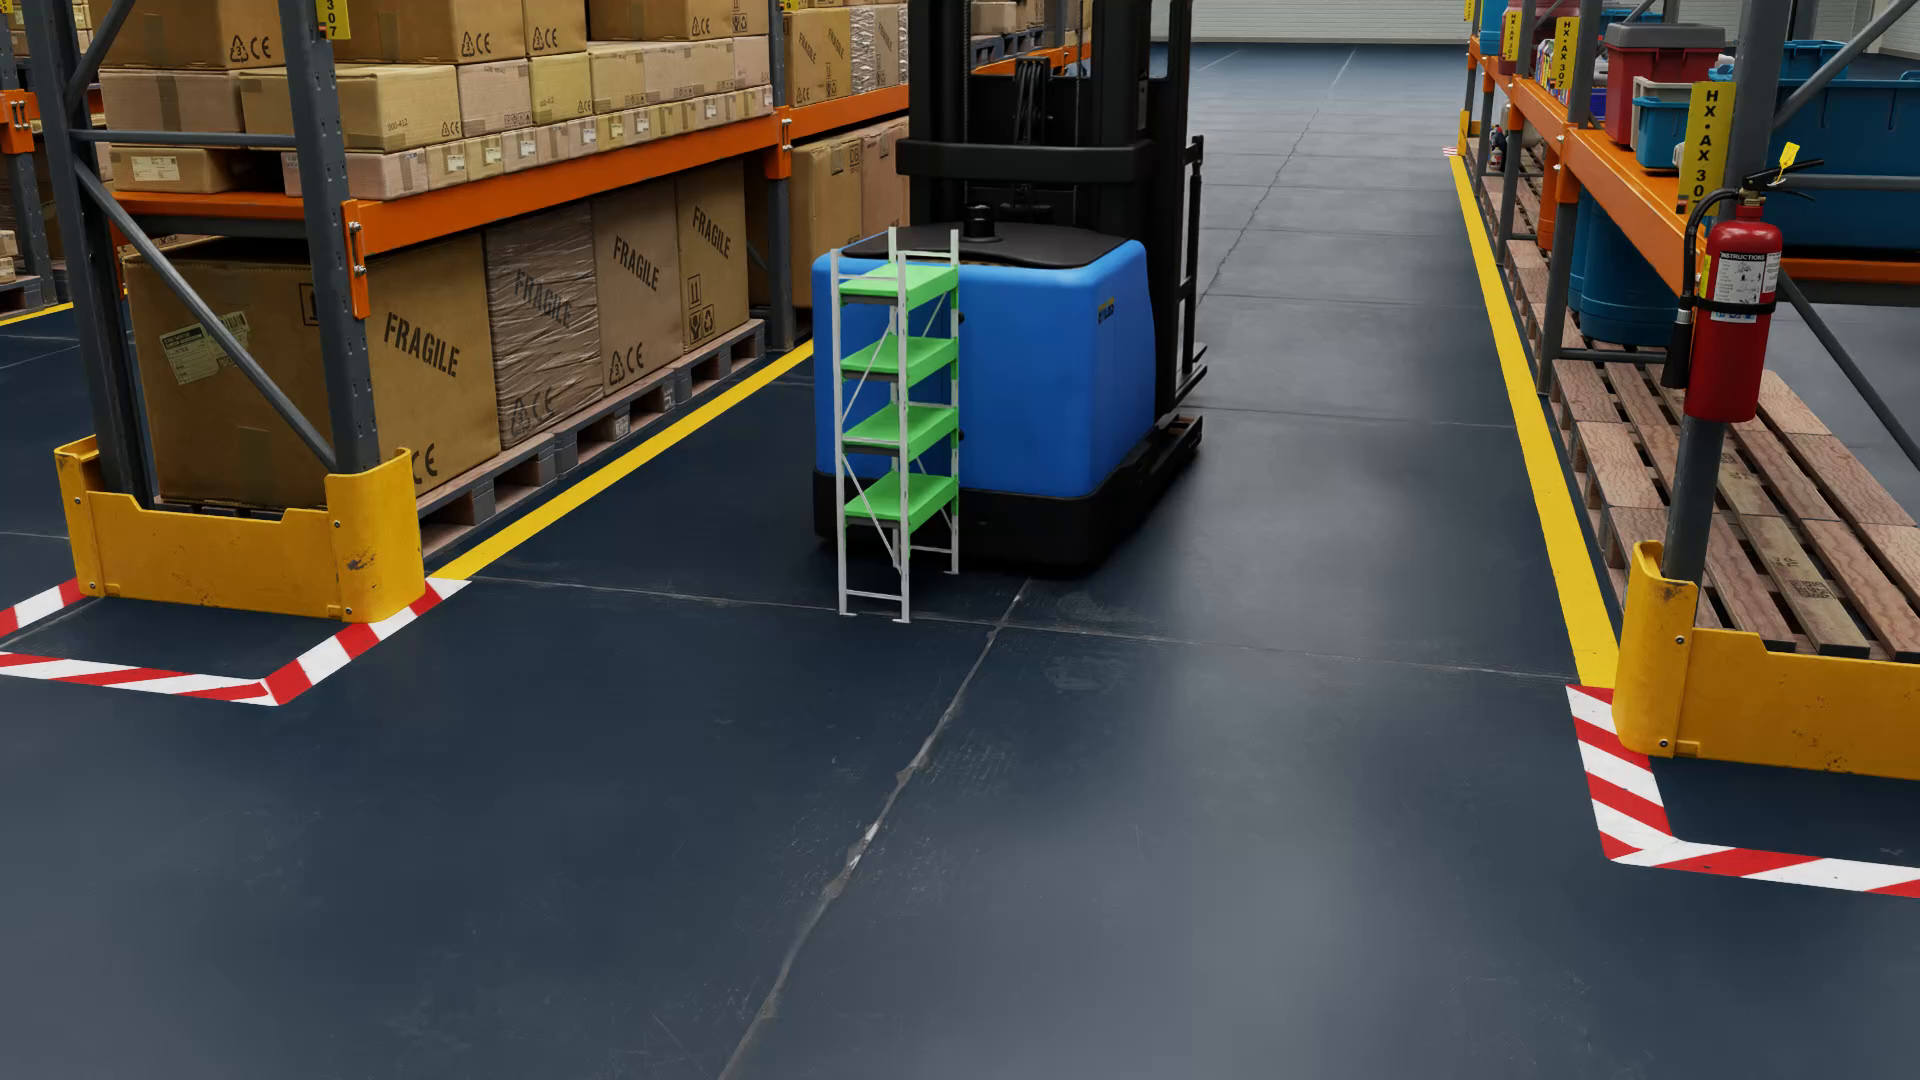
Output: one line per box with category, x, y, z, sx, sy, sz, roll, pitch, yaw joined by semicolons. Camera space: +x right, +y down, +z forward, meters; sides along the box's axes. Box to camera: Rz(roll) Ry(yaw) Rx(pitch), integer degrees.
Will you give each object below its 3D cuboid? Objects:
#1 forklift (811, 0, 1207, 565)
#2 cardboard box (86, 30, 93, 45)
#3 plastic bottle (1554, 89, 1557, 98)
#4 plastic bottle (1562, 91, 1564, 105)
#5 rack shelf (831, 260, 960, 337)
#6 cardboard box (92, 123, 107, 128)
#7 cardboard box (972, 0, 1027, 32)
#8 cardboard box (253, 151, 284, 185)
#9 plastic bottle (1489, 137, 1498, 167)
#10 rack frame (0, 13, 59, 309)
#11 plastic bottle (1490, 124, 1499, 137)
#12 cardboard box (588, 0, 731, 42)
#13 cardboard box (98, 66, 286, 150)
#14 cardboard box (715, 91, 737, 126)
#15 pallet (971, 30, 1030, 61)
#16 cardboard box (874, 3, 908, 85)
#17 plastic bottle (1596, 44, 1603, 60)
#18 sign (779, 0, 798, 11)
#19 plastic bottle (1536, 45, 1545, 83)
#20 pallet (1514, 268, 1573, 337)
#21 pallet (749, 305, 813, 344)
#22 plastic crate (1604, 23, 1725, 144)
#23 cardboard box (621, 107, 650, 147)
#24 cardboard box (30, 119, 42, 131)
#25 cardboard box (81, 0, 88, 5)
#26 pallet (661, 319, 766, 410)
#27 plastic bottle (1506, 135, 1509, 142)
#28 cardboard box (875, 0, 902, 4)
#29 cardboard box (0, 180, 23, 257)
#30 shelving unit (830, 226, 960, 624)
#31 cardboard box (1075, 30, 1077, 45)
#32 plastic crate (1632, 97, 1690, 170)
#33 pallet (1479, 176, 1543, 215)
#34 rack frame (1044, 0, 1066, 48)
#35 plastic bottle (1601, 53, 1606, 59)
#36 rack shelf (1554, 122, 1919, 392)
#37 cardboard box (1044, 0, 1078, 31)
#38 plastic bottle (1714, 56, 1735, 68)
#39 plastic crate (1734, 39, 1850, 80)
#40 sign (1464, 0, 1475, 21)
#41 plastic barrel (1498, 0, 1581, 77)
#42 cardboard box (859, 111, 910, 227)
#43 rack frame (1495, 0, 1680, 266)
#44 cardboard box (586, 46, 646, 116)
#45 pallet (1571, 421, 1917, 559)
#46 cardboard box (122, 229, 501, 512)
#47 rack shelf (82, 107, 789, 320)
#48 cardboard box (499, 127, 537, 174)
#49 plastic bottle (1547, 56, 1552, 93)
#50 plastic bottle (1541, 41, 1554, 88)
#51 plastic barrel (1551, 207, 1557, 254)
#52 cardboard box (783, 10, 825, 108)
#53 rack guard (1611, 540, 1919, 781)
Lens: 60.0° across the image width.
forklift;0.429;-1.740;6.748;1.130;2.935;3.031;6;20;18
cardboard box;-5.609;-3.182;10.602;0.380;0.149;0.250;5;19;14
plastic bottle;3.551;-2.749;9.671;0.144;0.351;0.185;5;19;13
plastic bottle;3.405;-2.521;9.236;0.097;0.201;0.097;0;19;0
rack shelf;-0.201;-0.778;5.323;0.258;0.148;0.480;6;20;18
cardboard box;-6.022;-2.879;12.032;0.500;0.250;0.500;4;19;11
cardboard box;0.193;-4.709;14.523;0.797;0.503;0.637;7;20;19
cardboard box;-2.576;-1.351;5.891;0.380;0.149;0.250;5;19;14
plastic bottle;5.127;-3.720;15.960;0.061;0.283;0.133;6;20;16
rack frame;-6.213;-2.928;10.118;1.000;3.000;0.127;5;19;13
plastic bottle;5.333;-3.961;16.562;0.144;0.351;0.185;5;19;13
cardboard box;-1.408;-2.607;7.791;0.500;0.500;0.500;5;19;14
cardboard box;-2.544;-1.493;5.690;0.500;0.250;0.500;4;19;13
cardboard box;-1.310;-2.103;8.092;0.380;0.149;0.250;4;19;12
pallet;-0.007;-4.291;14.406;1.003;0.211;1.213;5;19;13
cardboard box;-0.582;-3.312;11.090;0.500;0.500;0.500;4;19;12
plastic bottle;3.282;-2.404;8.661;0.144;0.351;0.185;5;19;13
sign;-0.890;-2.908;8.599;0.100;0.325;0.005;5;19;13
plastic bottle;3.878;-3.162;11.002;0.097;0.271;0.097;0;19;0
pallet;3.900;-1.416;10.006;1.003;0.211;1.213;5;19;13
pallet;-1.313;-1.432;10.055;1.003;0.211;1.213;5;19;13
plastic crate;2.913;-1.912;6.952;0.402;0.464;0.583;5;19;13
cardboard box;-1.562;-1.781;7.151;0.380;0.149;0.250;5;19;14
cardboard box;-9.549;-4.141;17.087;0.950;0.372;0.625;5;20;15
cardboard box;-5.609;-3.464;10.507;0.380;0.149;0.250;5;20;15
pallet;-1.690;-0.953;8.650;1.003;0.211;1.213;5;19;13
plastic bottle;5.404;-3.821;16.266;0.152;0.276;0.135;5;19;13
cardboard box;-0.807;-3.848;11.106;0.797;0.503;0.637;5;20;15
cardboard box;-6.276;-2.195;11.192;0.500;0.500;0.500;4;19;12
shelving unit;-0.201;-0.385;5.457;0.258;1.200;0.503;6;20;18
cardboard box;0.979;-5.094;16.850;0.380;0.149;0.250;5;19;13
plastic crate;2.651;-1.473;6.024;0.416;0.233;0.300;5;19;13
pallet;5.175;-3.052;14.796;1.003;0.211;1.213;5;19;13
rack frame;0.527;-5.012;16.220;1.000;3.000;0.127;5;19;13
plastic bottle;3.585;-2.585;9.313;0.097;0.271;0.097;0;19;0
rack shelf;2.886;-1.146;6.015;1.077;0.370;4.000;5;19;13
cardboard box;0.696;-5.336;16.554;0.875;0.500;0.500;5;19;13
plastic bottle;4.084;-2.460;8.940;0.152;0.276;0.135;5;19;13
plastic crate;3.591;-1.961;7.219;0.392;0.384;0.575;5;19;13
sign;5.774;-6.050;18.832;0.100;0.325;0.005;5;19;13
plastic barrel;4.172;-3.601;11.878;0.600;0.536;0.708;5;19;13
cardboard box;-0.865;-2.458;11.380;1.225;0.875;0.875;5;19;14
rack frame;4.352;-3.367;11.404;1.000;3.000;0.127;5;19;13
cardboard box;-1.657;-1.934;6.981;0.500;0.250;0.500;4;19;12
pallet;2.937;-0.176;6.378;1.003;0.211;1.213;5;19;13
cardboard box;-2.327;-0.651;6.089;0.875;0.875;0.875;5;19;13
rack shelf;-1.917;-1.537;7.160;1.077;0.370;4.000;5;19;13
cardboard box;-1.813;-1.460;6.209;0.380;0.149;0.250;4;19;13
plastic bottle;3.652;-2.872;10.154;0.097;0.271;0.097;0;19;0
plastic bottle;3.743;-3.018;10.564;0.061;0.283;0.133;5;19;13
plastic barrel;3.973;-1.916;10.237;0.600;0.588;0.708;5;19;13
cardboard box;-1.073;-2.676;9.227;0.500;0.500;0.500;5;19;14
rack guard;2.404;0.332;4.442;1.175;0.500;0.348;5;19;13
